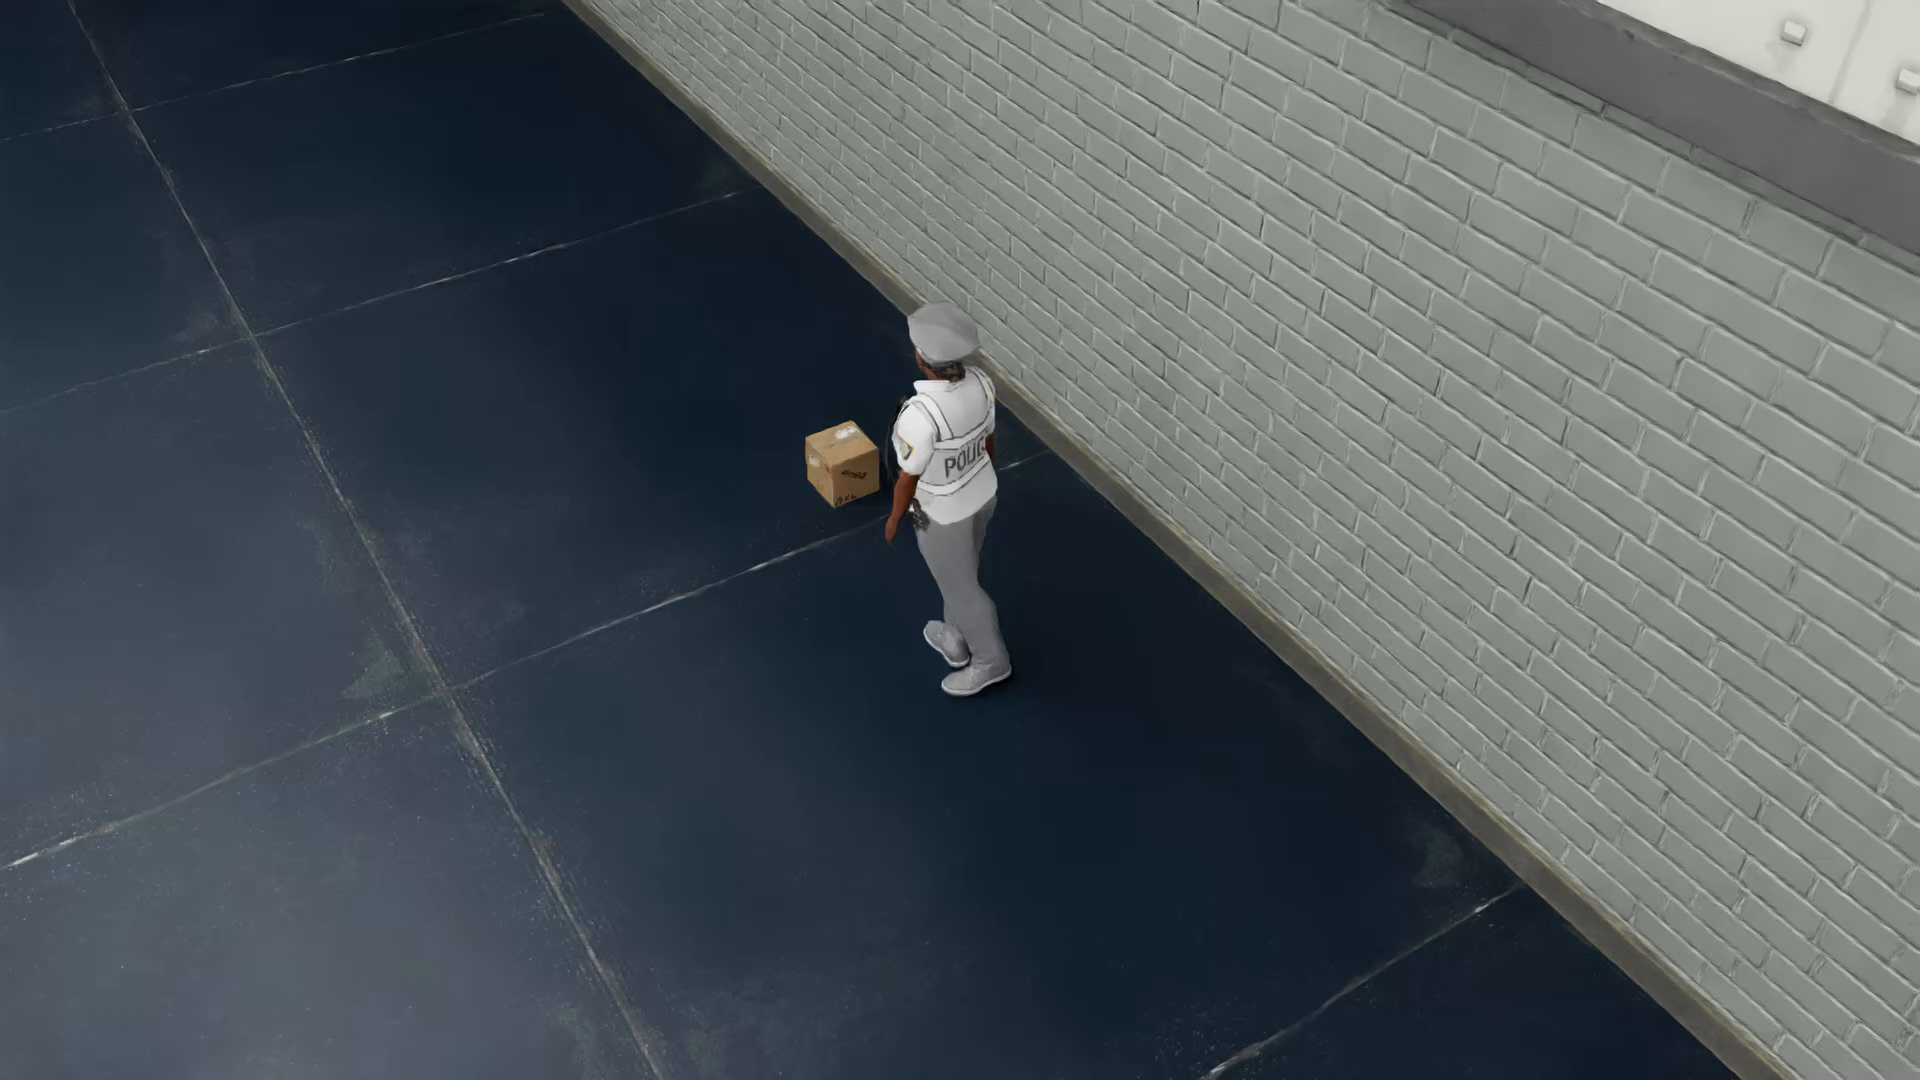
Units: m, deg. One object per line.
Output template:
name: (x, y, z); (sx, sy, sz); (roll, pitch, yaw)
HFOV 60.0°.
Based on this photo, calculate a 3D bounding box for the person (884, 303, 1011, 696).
person: (-0.019, -0.111, 6.272); (0.472, 1.683, 0.449); (23, 46, 24)
